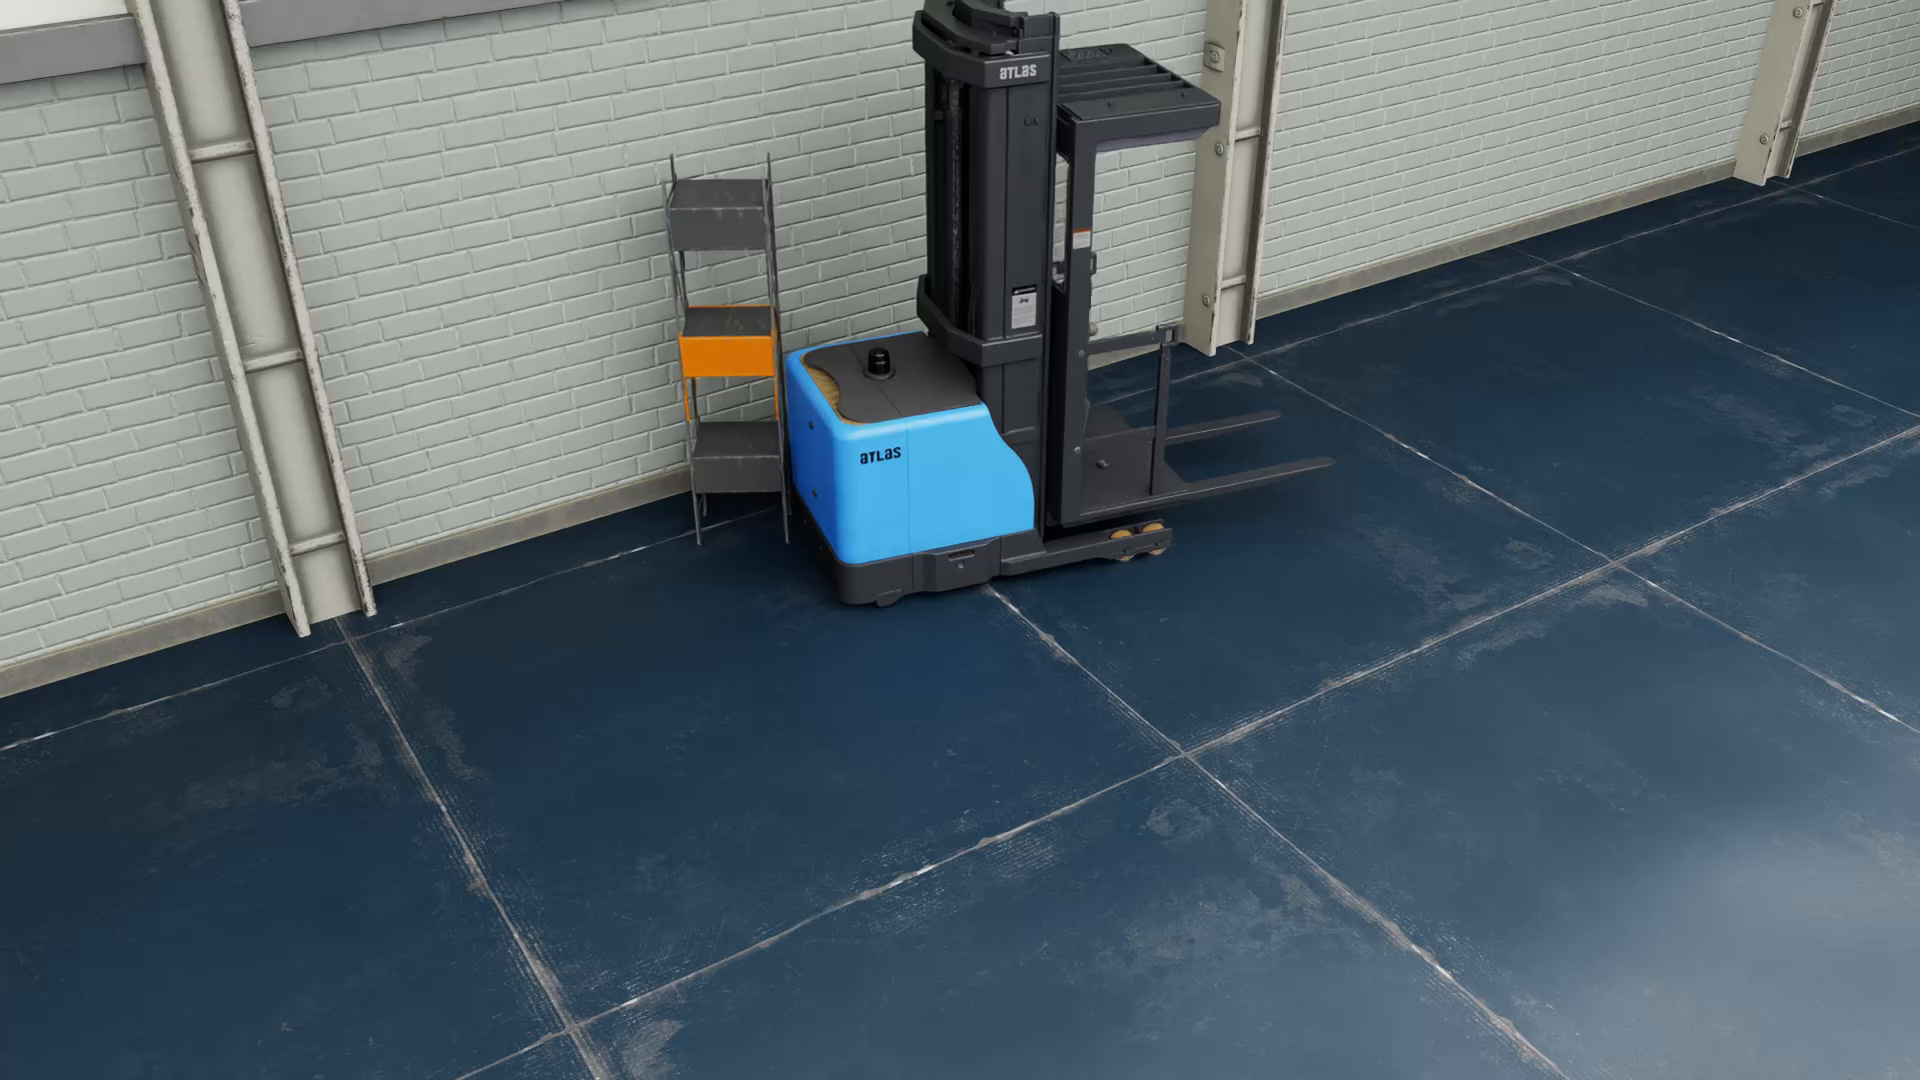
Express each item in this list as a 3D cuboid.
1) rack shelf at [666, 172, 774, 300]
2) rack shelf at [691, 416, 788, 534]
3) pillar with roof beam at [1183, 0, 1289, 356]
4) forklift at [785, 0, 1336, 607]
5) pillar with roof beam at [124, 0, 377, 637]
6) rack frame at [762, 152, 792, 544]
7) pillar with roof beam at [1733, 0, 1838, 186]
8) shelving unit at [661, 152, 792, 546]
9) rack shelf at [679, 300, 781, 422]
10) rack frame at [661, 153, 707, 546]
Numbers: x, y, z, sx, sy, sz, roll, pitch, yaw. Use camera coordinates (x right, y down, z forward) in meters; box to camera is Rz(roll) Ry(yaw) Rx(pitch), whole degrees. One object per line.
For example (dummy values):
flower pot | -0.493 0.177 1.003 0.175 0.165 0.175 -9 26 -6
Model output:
rack shelf | -1.208 -1.548 8.449 0.480 0.518 0.431 -1 32 -2
rack shelf | -1.208 -0.364 9.196 0.480 0.518 0.431 -1 32 -2
pillar with roof beam | 4.098 -3.240 5.951 0.400 9.000 9.100 -19 37 -27
forklift | 0.628 -1.377 8.686 3.031 2.935 1.130 -11 34 -18
pillar with roof beam | -0.945 -1.505 3.202 0.400 9.000 9.100 -19 37 -27
rack frame | -0.964 -0.972 8.823 0.015 2.100 0.400 -1 32 -2
pillar with roof beam | 9.141 -4.974 8.701 0.400 9.000 9.100 -19 37 -27
shelving unit | -1.208 -0.967 8.815 0.503 2.100 0.431 -1 32 -2
rack shelf | -1.208 -0.956 8.823 0.480 0.518 0.431 -1 32 -2
rack frame | -1.451 -0.963 8.808 0.015 2.100 0.400 -1 32 -2
